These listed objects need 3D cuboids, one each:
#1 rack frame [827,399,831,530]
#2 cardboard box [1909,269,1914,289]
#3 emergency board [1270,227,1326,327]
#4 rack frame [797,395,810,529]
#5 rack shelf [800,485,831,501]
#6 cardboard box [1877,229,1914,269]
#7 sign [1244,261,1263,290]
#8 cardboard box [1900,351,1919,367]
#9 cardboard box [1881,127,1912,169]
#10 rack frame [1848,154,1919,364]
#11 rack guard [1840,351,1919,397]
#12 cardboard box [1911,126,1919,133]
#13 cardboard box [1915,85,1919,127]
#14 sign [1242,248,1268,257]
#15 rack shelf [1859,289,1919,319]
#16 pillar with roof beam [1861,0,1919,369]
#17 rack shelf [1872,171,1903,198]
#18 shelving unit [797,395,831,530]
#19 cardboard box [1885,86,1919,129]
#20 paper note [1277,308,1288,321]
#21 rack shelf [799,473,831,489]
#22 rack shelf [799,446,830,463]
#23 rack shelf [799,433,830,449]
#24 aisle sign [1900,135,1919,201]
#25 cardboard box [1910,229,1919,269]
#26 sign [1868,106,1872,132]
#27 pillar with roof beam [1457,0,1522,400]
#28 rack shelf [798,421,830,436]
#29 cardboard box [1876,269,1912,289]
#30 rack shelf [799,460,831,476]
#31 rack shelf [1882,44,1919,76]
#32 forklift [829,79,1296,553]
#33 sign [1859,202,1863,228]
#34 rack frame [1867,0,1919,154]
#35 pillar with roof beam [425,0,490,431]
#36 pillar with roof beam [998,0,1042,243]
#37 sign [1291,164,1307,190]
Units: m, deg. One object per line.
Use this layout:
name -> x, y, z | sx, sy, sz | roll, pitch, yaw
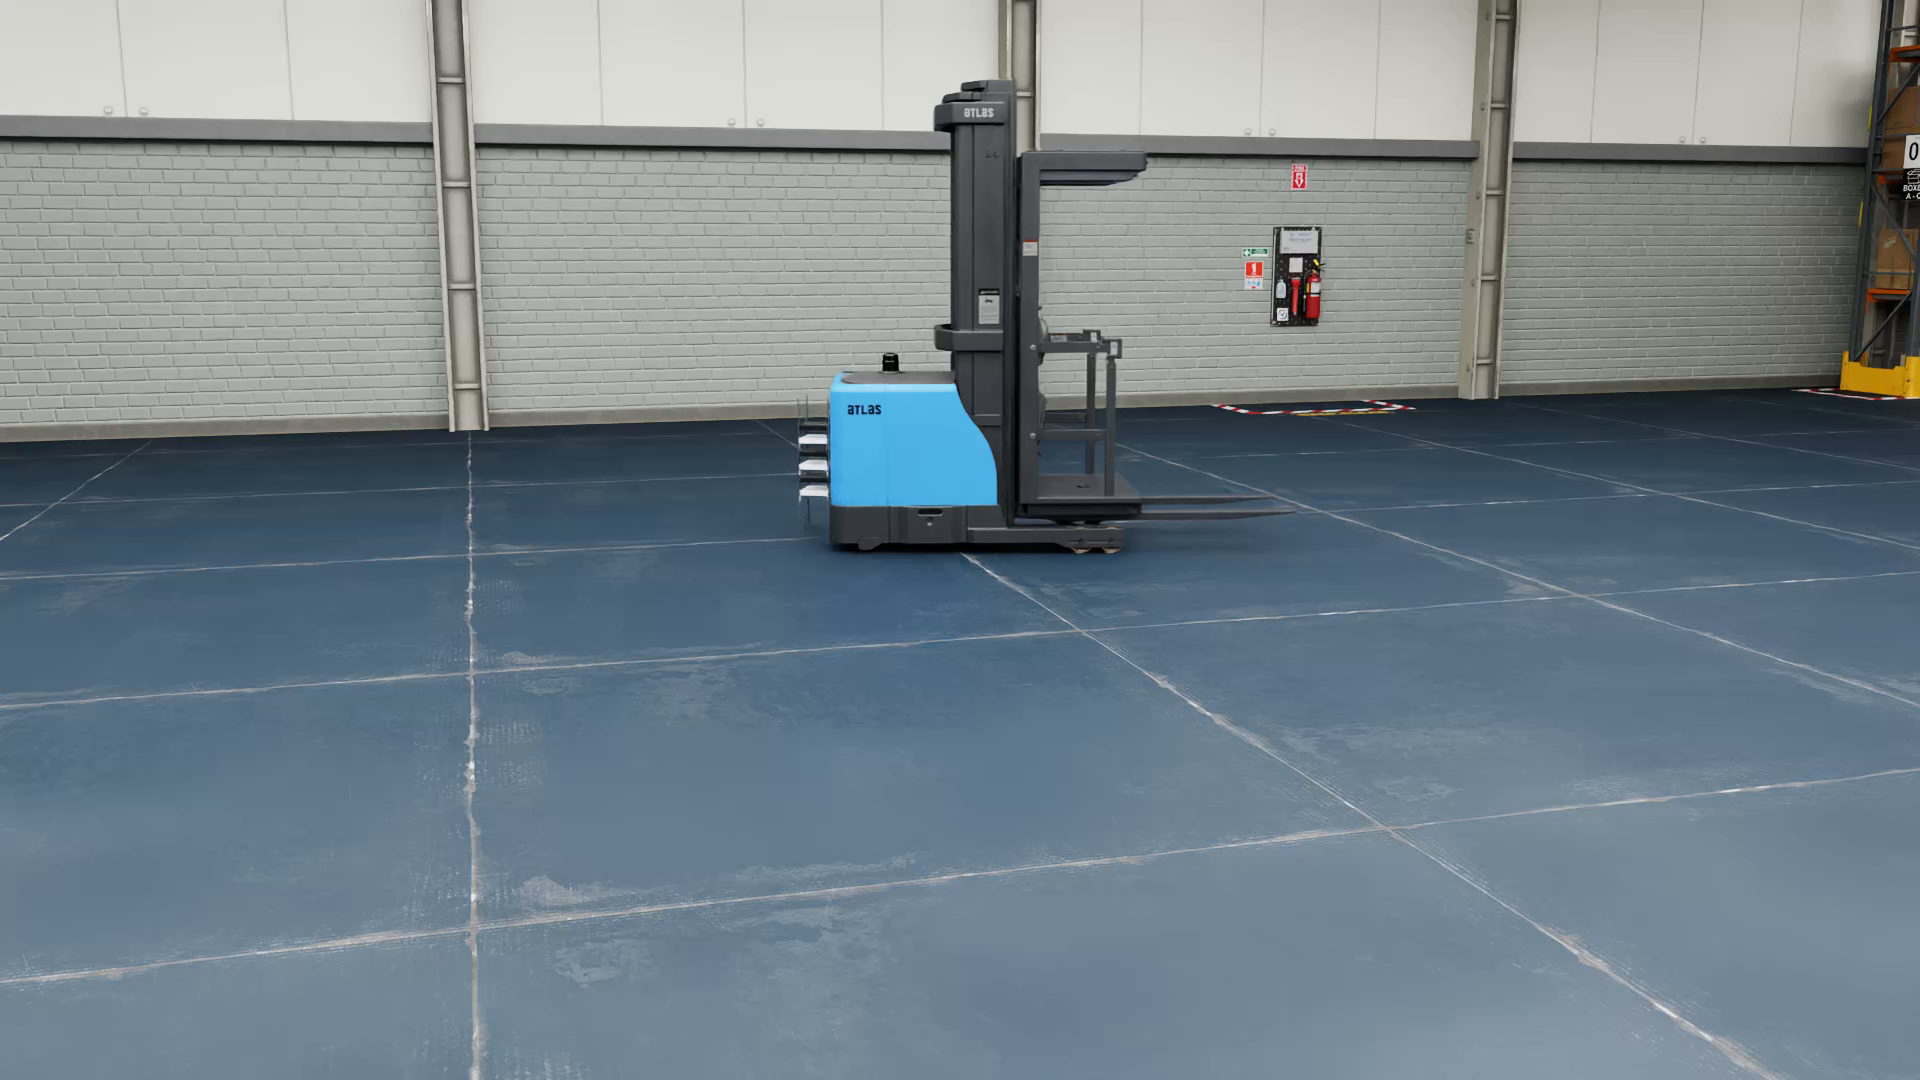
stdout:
rack frame -> -0.879, -0.531, 11.444 | 0.006, 0.900, 0.240 | 2, 11, 10
cardboard box -> 12.302, -3.259, 20.825 | 0.500, 0.250, 0.500 | -3, 11, -18
emergency board -> 4.031, -3.117, 19.695 | 0.643, 1.169, 0.194 | -3, 11, -16
rack frame -> -1.079, -0.537, 11.479 | 0.006, 0.900, 0.240 | 2, 11, 10
rack shelf -> -0.979, -0.324, 11.500 | 0.200, 0.077, 0.258 | 2, 11, 10
cardboard box -> 12.138, -3.719, 21.253 | 0.500, 0.500, 0.500 | -3, 11, -17
sign -> 3.471, -3.125, 19.637 | 0.234, 0.329, 0.001 | -3, 11, -16
cardboard box -> 12.435, -2.267, 21.287 | 0.500, 0.311, 0.500 | -4, 11, -22
cardboard box -> 12.075, -4.953, 21.050 | 0.500, 0.500, 0.500 | -2, 11, -12
rack frame -> 11.745, -3.354, 20.979 | 0.127, 3.000, 1.000 | -3, 11, -16
rack guard -> 11.818, -2.128, 21.226 | 0.348, 0.500, 1.175 | -3, 11, -16
cardboard box -> 12.136, -4.861, 20.552 | 0.500, 0.500, 0.500 | -3, 11, -14
cardboard box -> 12.183, -5.357, 20.482 | 0.500, 0.500, 0.500 | -4, 11, -20
sign -> 3.478, -3.384, 19.582 | 0.331, 0.109, 0.001 | -3, 11, -16
rack shelf -> 13.665, -3.101, 21.594 | 4.000, 0.370, 1.077 | -3, 11, -16
pillar with roof beam -> 13.379, -5.742, 17.380 | 0.400, 9.000, 9.100 | -3, 11, -16
rack shelf -> 13.665, -4.576, 21.322 | 4.000, 0.370, 1.077 | -3, 11, -16
shelving unit -> -0.979, -0.534, 11.462 | 0.210, 0.900, 0.258 | 2, 11, 10
cardboard box -> 12.086, -5.447, 20.971 | 0.500, 0.500, 0.500 | -3, 11, -13
paper note -> 3.842, -2.687, 19.792 | 0.142, 0.148, 0.016 | -3, 11, -16
rack shelf -> -0.979, -0.413, 11.484 | 0.200, 0.077, 0.258 | 2, 11, 10
rack shelf -> -0.979, -0.590, 11.452 | 0.200, 0.077, 0.258 | 2, 11, 10
rack shelf -> -0.979, -0.678, 11.435 | 0.200, 0.077, 0.258 | 2, 11, 10
aisle sign -> 11.760, -4.576, 20.440 | 0.004, 0.787, 0.394 | -3, 11, -16
cardboard box -> 12.287, -3.630, 20.770 | 0.500, 0.500, 0.500 | -3, 11, -16
sign -> 11.609, -5.362, 21.156 | 0.005, 0.325, 0.100 | -3, 11, -16
pillar with roof beam -> 7.618, -5.438, 15.730 | 0.400, 9.000, 9.100 | -3, 11, -16
rack shelf -> -0.979, -0.767, 11.419 | 0.200, 0.077, 0.258 | 2, 11, 10
cardboard box -> 12.140, -3.347, 21.302 | 0.500, 0.250, 0.500 | -3, 11, -15
rack shelf -> -0.979, -0.501, 11.468 | 0.200, 0.077, 0.258 | 2, 11, 10
rack shelf -> 13.665, -6.050, 21.051 | 4.000, 0.370, 1.077 | -3, 11, -16
forklift -> 0.661, -1.454, 10.850 | 3.031, 2.935, 1.130 | -1, 10, -3
sign -> 11.609, -4.176, 21.375 | 0.005, 0.325, 0.100 | -3, 11, -16
rack frame -> 11.745, -6.304, 20.435 | 0.127, 3.000, 1.000 | -3, 11, -16
pillar with roof beam -> -3.904, -4.831, 12.432 | 0.400, 9.000, 9.100 | -3, 11, -16
pillar with roof beam -> 1.857, -5.134, 14.081 | 0.400, 9.000, 9.100 | -3, 11, -16
sign -> 3.996, -4.274, 19.577 | 0.199, 0.298, 0.001 | -3, 11, -16
